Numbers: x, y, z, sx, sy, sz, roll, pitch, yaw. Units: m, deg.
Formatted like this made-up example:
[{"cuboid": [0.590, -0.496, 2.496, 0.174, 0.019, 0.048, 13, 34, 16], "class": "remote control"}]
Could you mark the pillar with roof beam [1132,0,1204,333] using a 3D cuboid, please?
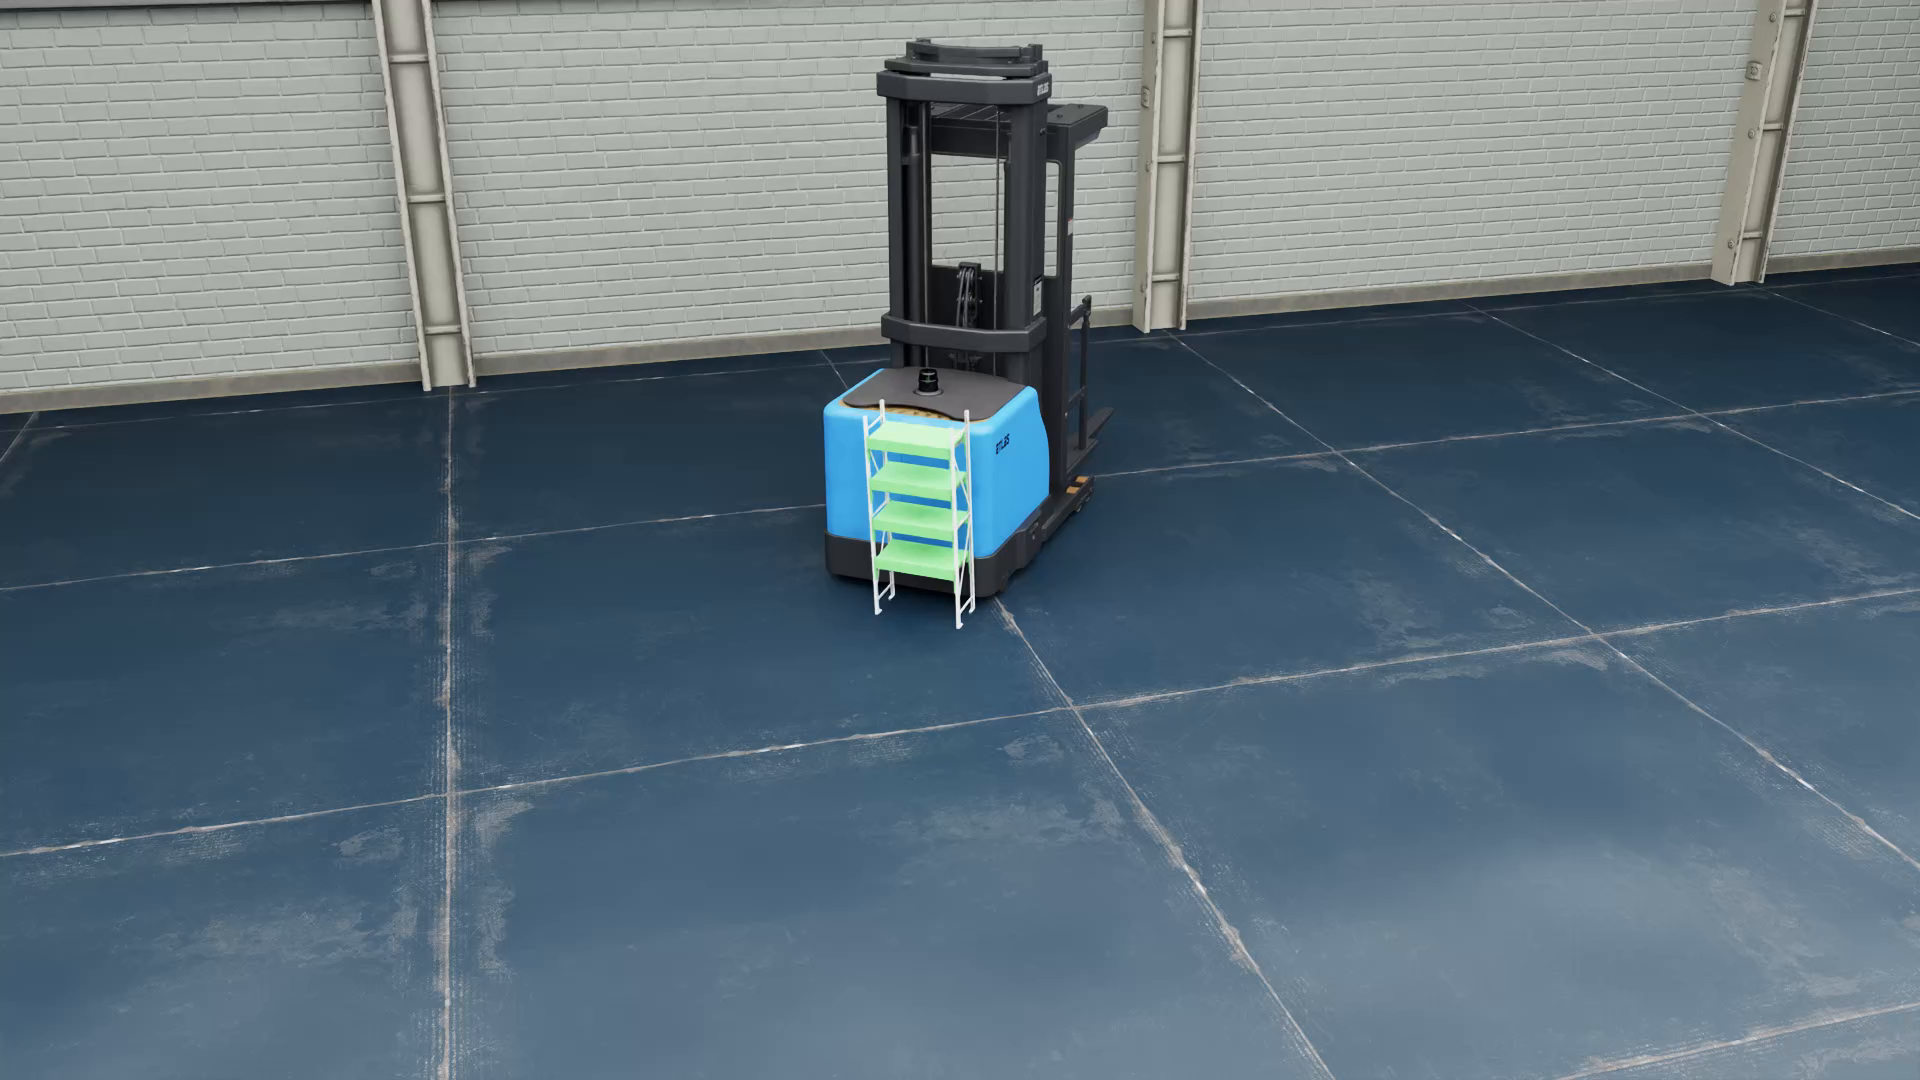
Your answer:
[{"cuboid": [2.909, -4.381, 9.049, 0.400, 9.000, 9.100, -6, 24, -14], "class": "pillar with roof beam"}]

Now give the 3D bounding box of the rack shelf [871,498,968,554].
[{"cuboid": [-0.211, -0.077, 9.043, 0.480, 0.148, 0.258, 9, 30, 20], "class": "rack shelf"}]

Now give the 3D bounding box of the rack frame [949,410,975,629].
[{"cuboid": [0.014, -0.098, 8.932, 0.015, 1.200, 0.240, 9, 30, 20], "class": "rack frame"}]

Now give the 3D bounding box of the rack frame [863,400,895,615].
[{"cuboid": [-0.440, -0.168, 9.096, 0.015, 1.200, 0.240, 9, 30, 20], "class": "rack frame"}]

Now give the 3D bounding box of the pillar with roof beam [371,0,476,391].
[{"cuboid": [-2.868, -3.742, 7.559, 0.400, 9.000, 9.100, -6, 24, -14], "class": "pillar with roof beam"}]

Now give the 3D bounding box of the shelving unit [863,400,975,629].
[{"cuboid": [-0.213, -0.133, 9.014, 0.503, 1.200, 0.258, 9, 30, 20], "class": "shelving unit"}]

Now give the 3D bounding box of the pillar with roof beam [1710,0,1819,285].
[{"cuboid": [8.686, -5.020, 10.538, 0.400, 9.000, 9.100, -6, 24, -14], "class": "pillar with roof beam"}]

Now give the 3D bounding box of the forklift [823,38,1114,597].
[{"cuboid": [0.231, -1.577, 10.209, 1.130, 2.935, 3.031, 9, 25, 20], "class": "forklift"}]

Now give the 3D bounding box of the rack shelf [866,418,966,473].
[{"cuboid": [-0.226, -0.502, 8.821, 0.480, 0.148, 0.258, 9, 30, 20], "class": "rack shelf"}]

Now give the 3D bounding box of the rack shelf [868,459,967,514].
[{"cuboid": [-0.219, -0.289, 8.932, 0.480, 0.148, 0.258, 9, 30, 20], "class": "rack shelf"}]

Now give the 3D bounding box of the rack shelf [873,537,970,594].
[{"cuboid": [-0.204, 0.136, 9.155, 0.480, 0.148, 0.258, 9, 30, 20], "class": "rack shelf"}]
